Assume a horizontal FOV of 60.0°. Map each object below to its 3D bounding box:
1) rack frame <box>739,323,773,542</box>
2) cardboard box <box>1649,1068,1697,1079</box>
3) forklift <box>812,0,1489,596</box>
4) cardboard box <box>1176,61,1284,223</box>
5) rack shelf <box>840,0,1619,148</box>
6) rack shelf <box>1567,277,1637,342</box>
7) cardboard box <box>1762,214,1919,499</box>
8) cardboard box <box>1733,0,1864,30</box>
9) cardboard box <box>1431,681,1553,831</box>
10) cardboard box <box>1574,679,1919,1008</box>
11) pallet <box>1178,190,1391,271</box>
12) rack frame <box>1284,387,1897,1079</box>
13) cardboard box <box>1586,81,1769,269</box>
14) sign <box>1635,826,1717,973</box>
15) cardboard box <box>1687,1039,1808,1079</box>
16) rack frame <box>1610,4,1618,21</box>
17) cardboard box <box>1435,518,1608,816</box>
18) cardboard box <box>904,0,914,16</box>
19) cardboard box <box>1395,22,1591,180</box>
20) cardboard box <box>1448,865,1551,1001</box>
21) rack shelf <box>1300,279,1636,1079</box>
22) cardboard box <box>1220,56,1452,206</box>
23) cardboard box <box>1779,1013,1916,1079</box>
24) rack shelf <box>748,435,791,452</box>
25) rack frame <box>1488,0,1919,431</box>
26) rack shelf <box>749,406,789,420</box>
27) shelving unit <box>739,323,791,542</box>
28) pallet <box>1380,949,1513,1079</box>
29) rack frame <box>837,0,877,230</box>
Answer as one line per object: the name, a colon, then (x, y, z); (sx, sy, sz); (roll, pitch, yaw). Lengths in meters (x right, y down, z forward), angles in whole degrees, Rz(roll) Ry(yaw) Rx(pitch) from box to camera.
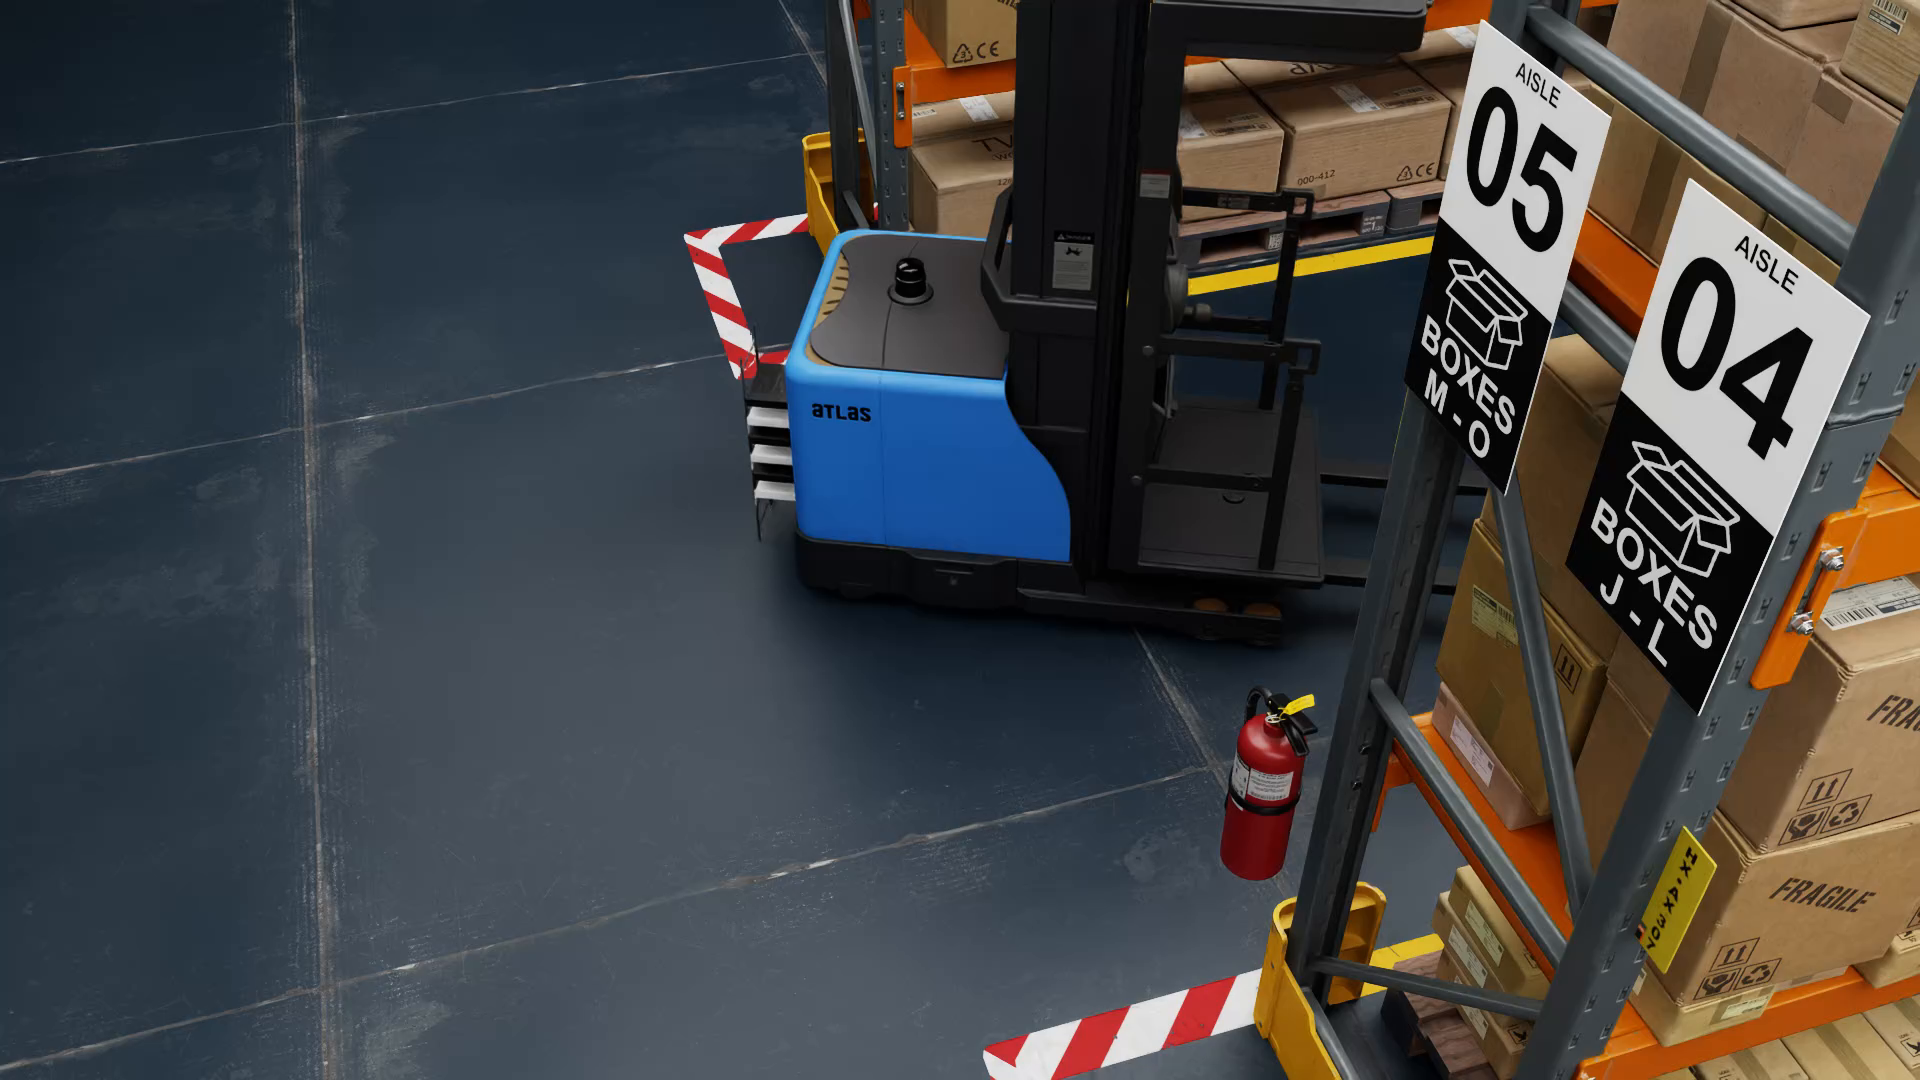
rack frame: (-0.797, -0.407, 6.532); (0.006, 0.900, 0.240); (5, 41, 6)
cardboard box: (1.748, 1.449, 4.207); (0.250, 0.149, 0.380); (-14, 43, -15)
forklift: (2.207, -3.918, 7.276); (9.711, 5.209, 7.407); (5, 41, 6)
cardboard box: (1.033, -2.011, 8.400); (0.875, 0.438, 0.875); (-11, 42, -12)
rack shelf: (1.471, -2.563, 7.950); (4.000, 0.370, 1.077); (-12, 42, -13)
rack shelf: (3.054, -0.660, 3.384); (3.687, 0.071, 0.831); (-12, 42, -13)
cardboard box: (1.651, -0.354, 2.709); (0.529, 0.250, 0.529); (-13, 43, -14)
cardboard box: (1.375, -1.014, 2.782); (0.250, 0.149, 0.380); (-12, 43, -13)
cardboard box: (1.372, 0.501, 4.088); (0.250, 0.149, 0.380); (-12, 42, -13)
cardboard box: (1.657, 0.583, 3.501); (0.500, 0.500, 0.500); (-10, 42, -11)
pallet: (1.464, -1.834, 8.689); (1.213, 0.211, 1.003); (-12, 42, -13)
rack frame: (1.146, 0.648, 3.729); (0.127, 3.000, 1.000); (-12, 42, -13)
cardboard box: (1.501, -0.681, 3.084); (0.500, 0.250, 0.500); (-13, 43, -14)
sign: (1.309, 0.662, 3.054); (0.005, 0.325, 0.100); (-12, 42, -13)
cardboard box: (1.975, 1.319, 4.356); (0.250, 0.149, 0.380); (-11, 42, -12)
rack frame: (3.377, -3.231, 8.169); (0.053, 2.616, 0.949); (-12, 42, -13)
cardboard box: (1.498, 0.248, 3.884); (0.500, 0.500, 0.500); (-11, 42, -12)
cardboard box: (-0.056, -2.738, 7.528); (0.500, 0.500, 0.500); (-11, 42, -13)
cardboard box: (2.747, -2.366, 8.806); (0.875, 0.438, 0.875); (-12, 43, -14)
cardboard box: (1.575, 1.076, 4.634); (0.250, 0.149, 0.380); (-11, 42, -13)
rack shelf: (1.147, 0.650, 3.726); (0.053, 2.616, 0.949); (-12, 42, -13)
cardboard box: (1.893, -2.188, 8.603); (0.875, 0.438, 0.875); (-13, 43, -14)
cardboard box: (2.254, 1.350, 4.321); (0.250, 0.149, 0.380); (-12, 43, -13)
rack shelf: (-0.697, -0.441, 6.484); (0.200, 0.077, 0.258); (5, 41, 6)
rack frame: (1.146, -1.611, 1.755); (0.127, 3.000, 1.000); (-12, 42, -13)
rack shelf: (6.485, 0.108, 3.091); (15.216, 3.443, 4.033); (5, 41, 6)
shelving unit: (6.481, 0.329, 3.297); (15.226, 4.048, 4.052); (5, 41, 6)
pallet: (2.004, 1.545, 4.822); (1.213, 0.211, 1.003); (-12, 42, -13)
rack frame: (-0.438, -2.441, 7.264); (0.053, 2.616, 0.949); (-12, 42, -13)
